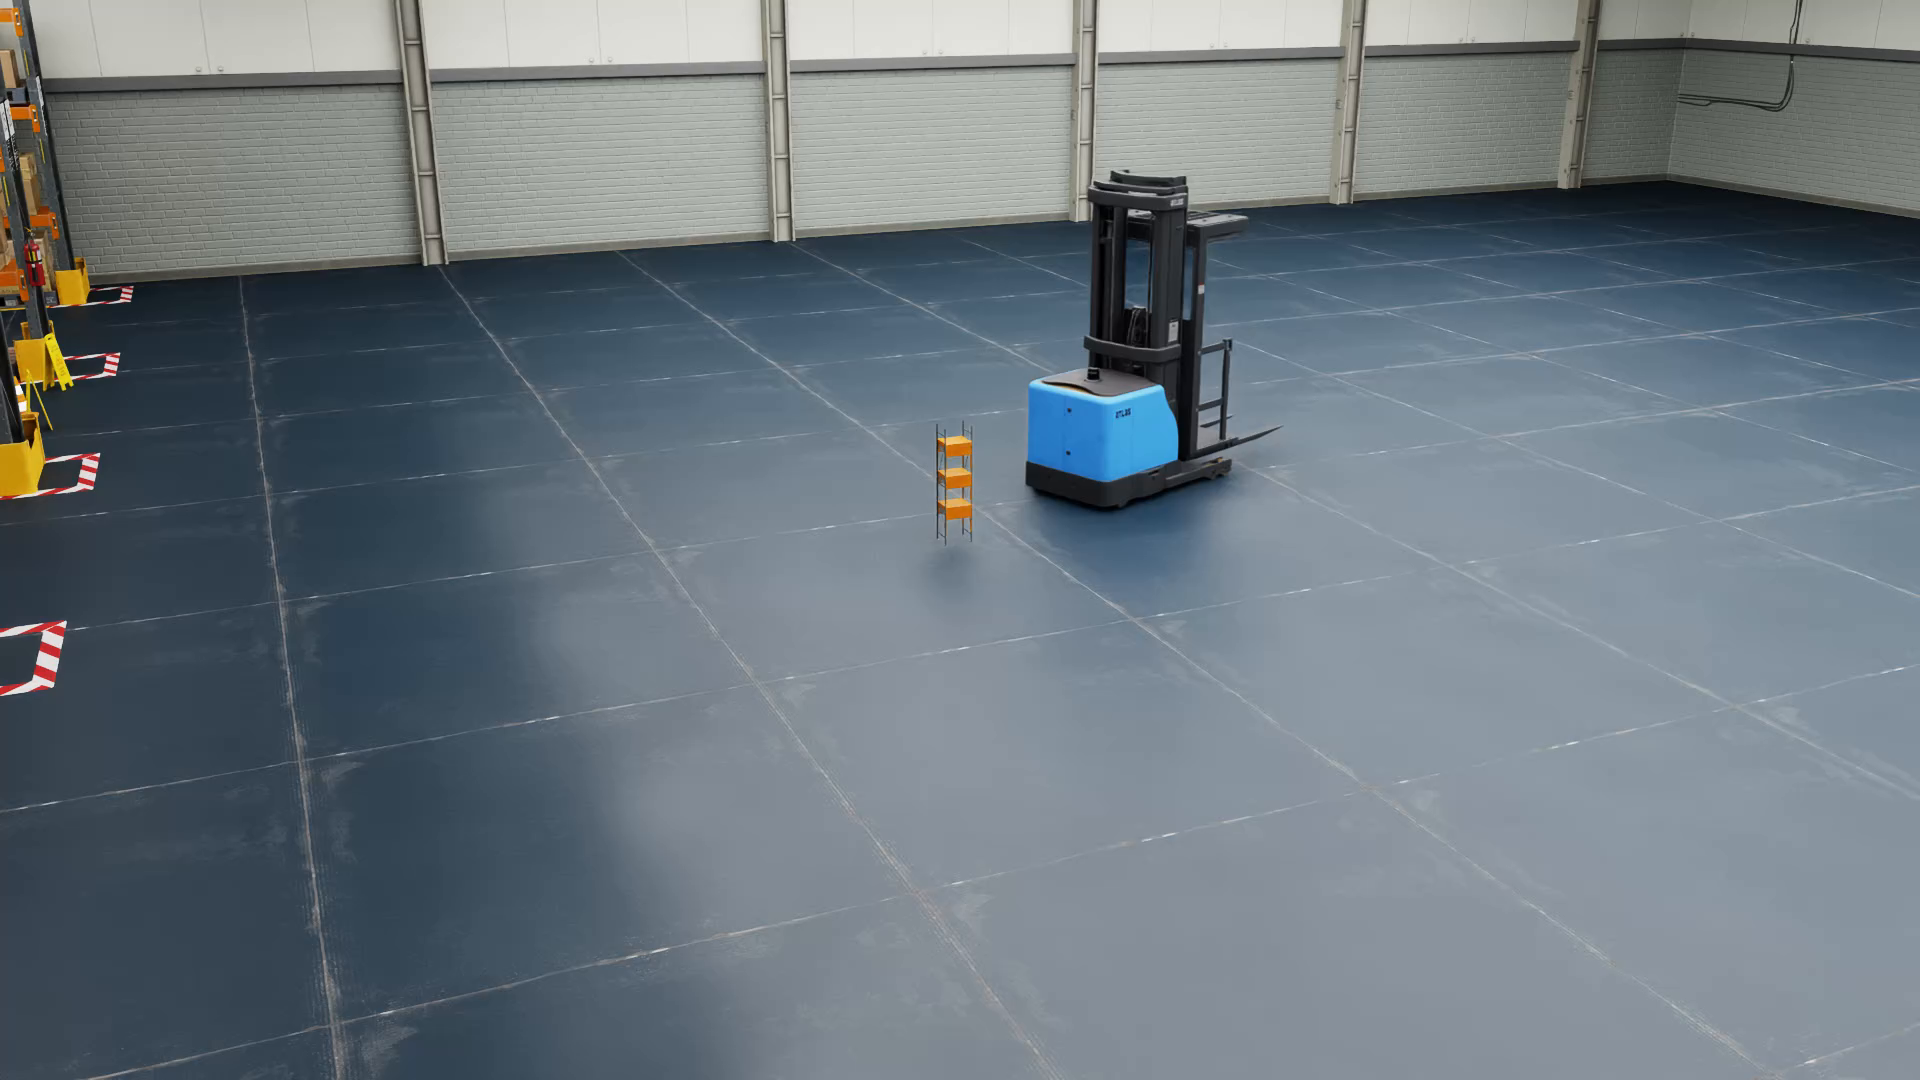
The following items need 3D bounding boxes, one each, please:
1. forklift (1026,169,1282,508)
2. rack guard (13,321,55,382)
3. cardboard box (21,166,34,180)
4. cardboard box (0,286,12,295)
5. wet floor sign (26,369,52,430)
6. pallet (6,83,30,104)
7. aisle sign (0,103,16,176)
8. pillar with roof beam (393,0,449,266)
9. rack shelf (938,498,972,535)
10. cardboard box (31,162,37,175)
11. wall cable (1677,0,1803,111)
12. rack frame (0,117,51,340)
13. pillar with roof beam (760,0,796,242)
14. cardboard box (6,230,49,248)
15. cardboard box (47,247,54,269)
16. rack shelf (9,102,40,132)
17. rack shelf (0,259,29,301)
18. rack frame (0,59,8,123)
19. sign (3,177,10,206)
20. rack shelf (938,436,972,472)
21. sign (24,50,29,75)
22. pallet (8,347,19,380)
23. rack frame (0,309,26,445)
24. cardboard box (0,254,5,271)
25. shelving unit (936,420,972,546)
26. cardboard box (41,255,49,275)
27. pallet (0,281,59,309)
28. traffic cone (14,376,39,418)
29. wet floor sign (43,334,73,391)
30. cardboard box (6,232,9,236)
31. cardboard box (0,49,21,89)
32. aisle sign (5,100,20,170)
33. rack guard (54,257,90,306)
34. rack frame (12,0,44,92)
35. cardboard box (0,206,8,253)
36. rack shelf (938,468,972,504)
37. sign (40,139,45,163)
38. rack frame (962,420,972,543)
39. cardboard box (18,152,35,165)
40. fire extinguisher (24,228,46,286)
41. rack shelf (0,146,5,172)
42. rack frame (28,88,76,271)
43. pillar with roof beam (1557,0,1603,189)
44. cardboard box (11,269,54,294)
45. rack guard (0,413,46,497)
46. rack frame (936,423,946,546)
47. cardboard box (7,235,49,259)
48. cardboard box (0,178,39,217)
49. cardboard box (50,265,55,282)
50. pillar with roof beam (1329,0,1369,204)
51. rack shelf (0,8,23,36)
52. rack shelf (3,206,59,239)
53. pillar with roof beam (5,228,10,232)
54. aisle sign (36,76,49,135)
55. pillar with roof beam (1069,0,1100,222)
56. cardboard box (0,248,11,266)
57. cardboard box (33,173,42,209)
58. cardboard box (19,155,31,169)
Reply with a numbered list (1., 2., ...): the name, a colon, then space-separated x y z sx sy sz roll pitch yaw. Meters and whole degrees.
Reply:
1. forklift: 2.024 -2.079 16.012 3.031 2.935 1.130 -18 26 -42
2. rack guard: -11.300 -2.318 20.353 0.348 0.500 1.175 -8 21 -22
3. cardboard box: -13.407 -5.242 23.767 0.250 0.149 0.380 -8 21 -21
4. cardboard box: -13.967 -3.701 24.024 0.500 0.250 0.500 -8 21 -22
5. wet floor sign: -9.935 -1.508 17.833 0.232 0.644 0.267 -12 23 -31
6. pallet: -13.860 -6.308 23.539 1.213 0.211 1.003 -8 21 -22
7. aisle sign: -11.059 -4.653 19.306 0.004 0.787 0.394 -8 21 -22
8. pillar with roof beam: -6.982 -7.510 22.301 0.400 9.000 9.100 -8 21 -22
9. rack shelf: -0.049 -0.216 14.423 0.240 0.259 0.215 -8 21 -22
10. cardboard box: -13.614 -5.408 24.237 0.250 0.149 0.380 -9 21 -23
11. wall cable: 16.579 -10.499 35.467 0.112 2.526 3.097 -8 21 -22
12. rack frame: -11.231 -3.507 19.966 0.127 3.000 1.000 -8 21 -22
13. pillar with roof beam: -1.473 -8.299 24.543 0.400 9.000 9.100 -8 21 -22
14. cardboard box: -13.716 -4.388 24.469 0.500 0.250 0.500 -8 21 -23
15. cardboard box: -13.714 -4.159 24.572 0.500 0.250 0.500 -8 21 -21
16. rack shelf: -15.037 -5.833 23.138 4.000 0.370 1.077 -8 21 -22
17. rack shelf: -13.067 -2.905 19.338 4.000 0.370 1.077 -8 21 -22
18. rack frame: -11.231 -6.337 18.970 0.127 3.000 1.000 -8 21 -22
19. sign: -11.029 -4.030 19.233 0.005 0.325 0.100 -8 21 -22
20. rack shelf: -0.049 -0.746 14.237 0.240 0.259 0.215 -8 21 -22
21. sign: -12.998 -6.648 23.157 0.005 0.325 0.100 -8 21 -22
22. pallet: -12.060 -2.086 20.128 1.213 0.211 1.003 -8 21 -22
23. rack frame: -9.177 -2.011 15.717 0.127 3.000 1.000 -8 21 -22
24. cardboard box: -11.489 -3.274 19.683 0.250 0.149 0.380 -7 21 -20
25. shelving unit: -0.049 -0.488 14.328 0.252 1.050 0.215 -8 21 -22
26. cardboard box: -13.523 -3.998 24.115 0.500 0.250 0.500 -8 21 -23
27. pallet: -13.886 -3.592 24.405 1.213 0.211 1.003 -8 21 -22
28. traffic cone: -10.363 -1.567 18.275 0.334 0.463 0.336 -8 21 -22
29. wet floor sign: -10.632 -2.095 19.501 0.232 0.644 0.267 -1 19 -3
30. cardboard box: -14.174 -4.321 24.279 0.500 0.250 0.500 -8 21 -22
31. cardboard box: -13.510 -6.595 23.286 0.500 0.500 0.500 -7 21 -20
32. aisle sign: -11.296 -4.836 19.826 0.004 0.787 0.394 -8 21 -22
33. rack guard: -13.178 -3.844 24.688 0.348 0.500 1.175 -8 21 -22
34. rack frame: -13.200 -7.850 23.267 0.127 3.000 1.000 -8 21 -22
35. cardboard box: -11.775 -3.717 19.963 0.500 0.500 0.500 -8 21 -23
36. rack shelf: -0.049 -0.478 14.331 0.240 0.259 0.215 -8 21 -22
37. sign: -12.998 -5.511 23.557 0.005 0.325 0.100 -8 21 -22
38. rack frame: 0.063 -0.504 14.373 0.008 1.050 0.200 -8 21 -22
39. cardboard box: -13.593 -5.535 24.150 0.250 0.149 0.380 -9 21 -23
40. fire extinguisher: -10.943 -3.345 19.623 0.183 0.674 0.296 -8 21 -22
41. rack shelf: -13.067 -4.320 18.840 4.000 0.370 1.077 -8 21 -22
42. rack frame: -13.200 -5.020 24.264 0.127 3.000 1.000 -8 21 -22
43. pillar with roof beam: 15.055 -10.667 31.268 0.400 9.000 9.100 -8 21 -22
44. cardboard box: -13.506 -3.763 24.201 0.500 0.250 0.500 -8 21 -22
45. rack guard: -9.155 -0.835 16.141 0.348 0.500 1.175 -8 21 -22
46. rack frame: -0.161 -0.472 14.282 0.008 1.050 0.200 -8 21 -22
47. cardboard box: -13.499 -4.237 24.042 0.500 0.250 0.500 -7 21 -20
48. cardboard box: -13.548 -4.923 23.836 0.500 0.500 0.500 -9 21 -23
49. cardboard box: -13.729 -3.916 24.637 0.500 0.250 0.500 -8 21 -22
50. pillar with roof beam: 9.546 -9.878 29.026 0.400 9.000 9.100 -8 21 -22
51. rack shelf: -15.037 -7.059 22.706 4.000 0.370 1.077 -8 21 -22
52. rack shelf: -15.037 -4.418 23.636 4.000 0.370 1.077 -8 21 -22
53. pillar with roof beam: -12.491 -6.720 20.059 0.400 9.000 9.100 -8 21 -22
54. aisle sign: -13.023 -6.166 23.602 0.004 0.787 0.394 -8 21 -22
55. pillar with roof beam: 4.037 -9.088 26.784 0.400 9.000 9.100 -8 21 -22
56. cardboard box: -11.624 -3.407 20.060 0.250 0.149 0.380 -8 21 -22
57. cardboard box: -13.765 -5.087 24.303 0.500 0.500 0.500 -7 21 -20
58. cardboard box: -13.446 -5.402 23.774 0.250 0.149 0.380 -8 21 -22
